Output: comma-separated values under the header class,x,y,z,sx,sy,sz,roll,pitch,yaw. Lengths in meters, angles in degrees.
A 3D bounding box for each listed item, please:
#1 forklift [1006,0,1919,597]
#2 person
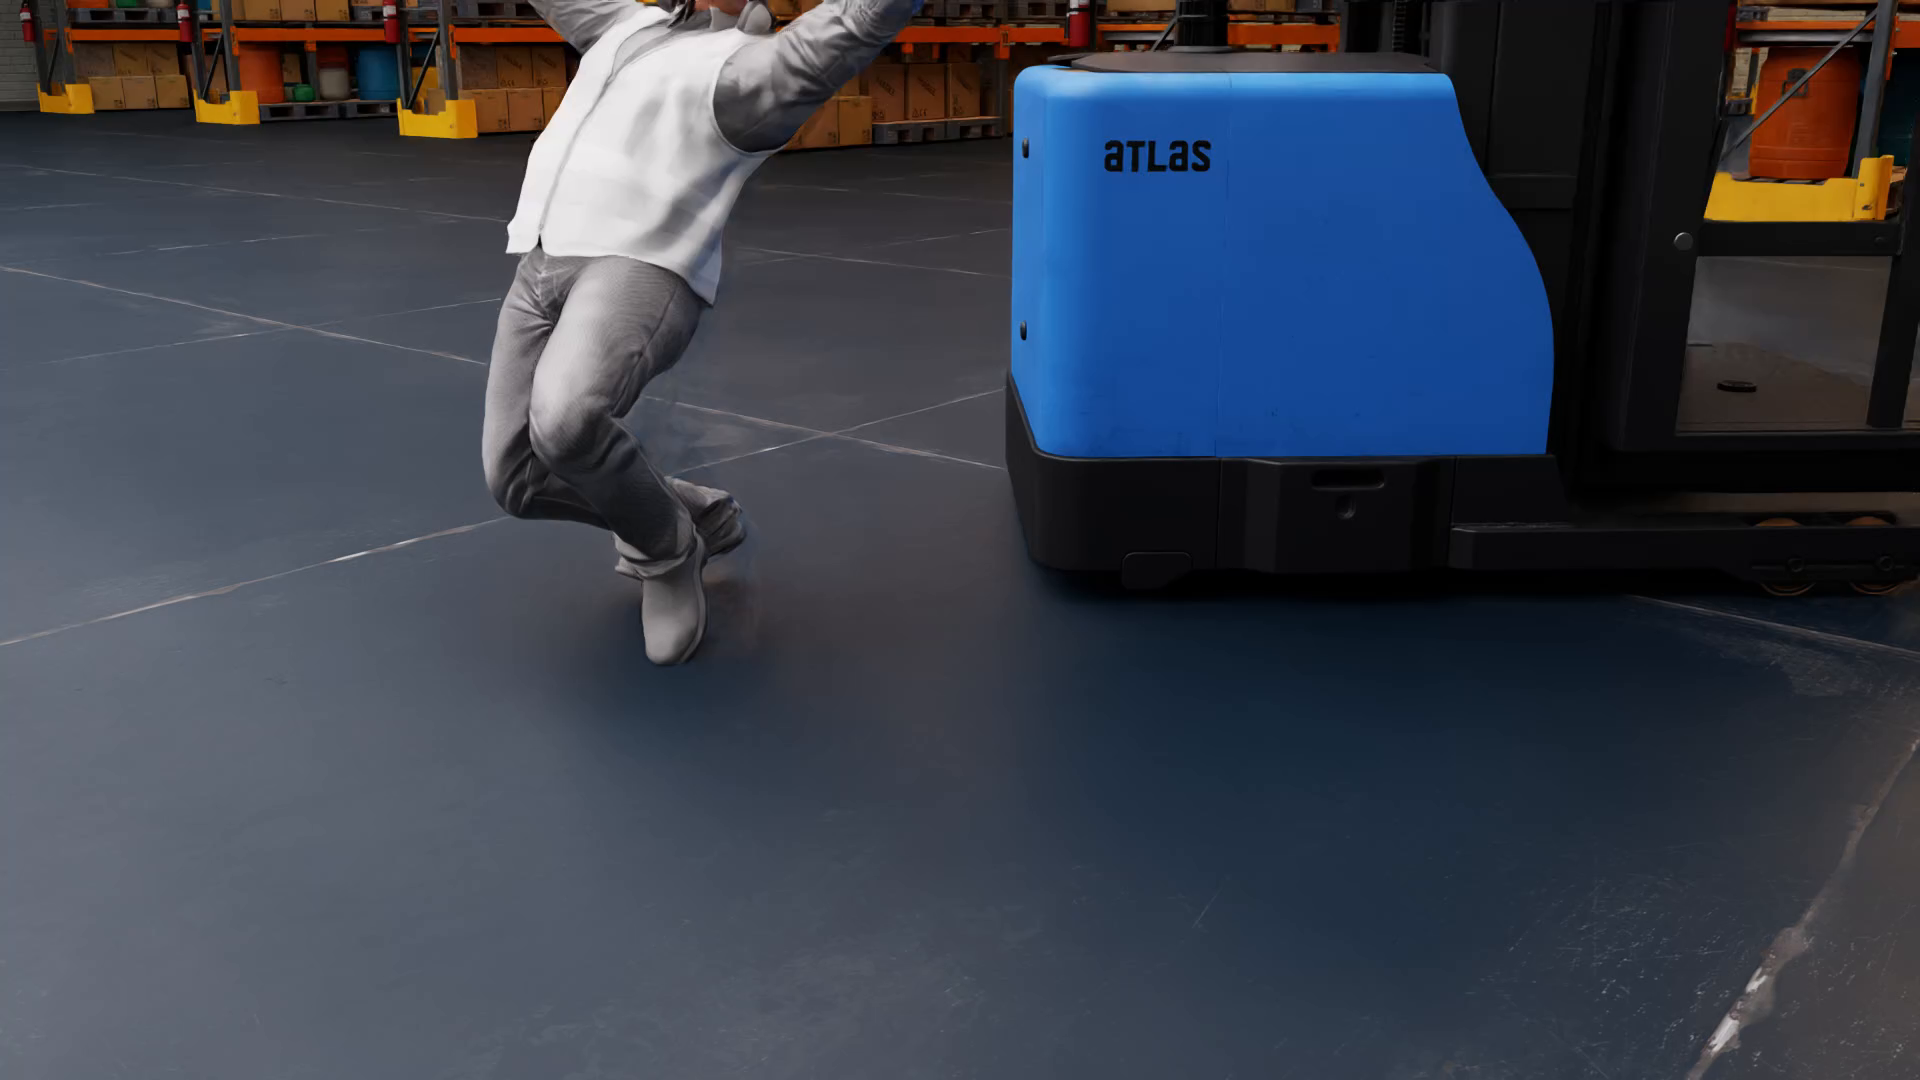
class,x,y,z,sx,sy,sz,roll,pitch,yaw
forklift,1.651,-1.435,3.624,3.031,2.935,1.130,-1,17,-2
person,-0.485,-0.571,3.097,1.058,1.620,0.848,14,22,38
